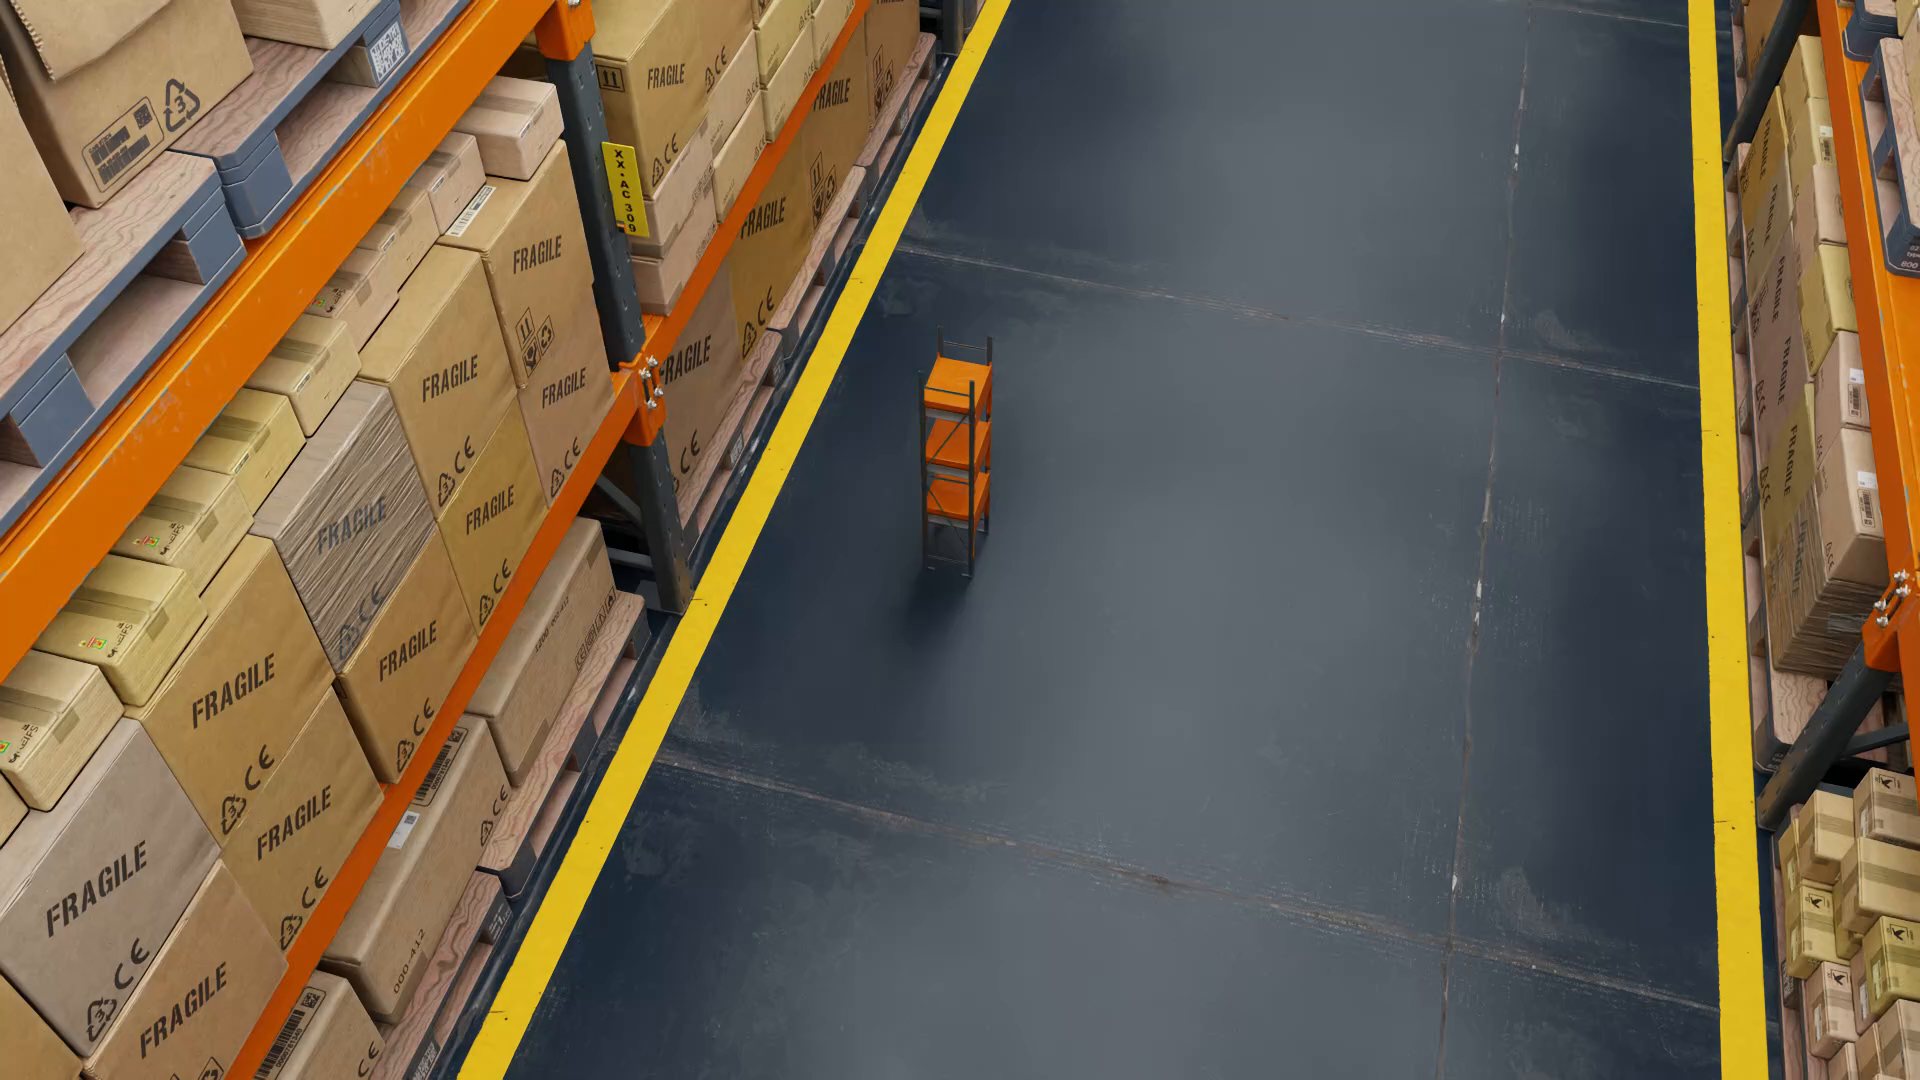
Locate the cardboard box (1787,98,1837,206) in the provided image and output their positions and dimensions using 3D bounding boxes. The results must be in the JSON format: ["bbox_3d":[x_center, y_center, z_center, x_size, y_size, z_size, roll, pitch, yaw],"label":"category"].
[{"bbox_3d":[3.775,-1.569,6.940,0.500,0.250,0.500,11,49,10],"label":"cardboard box"}]

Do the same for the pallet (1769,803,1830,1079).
[{"bbox_3d":[3.128,1.482,5.220,1.003,0.211,1.213,12,50,10],"label":"pallet"}]

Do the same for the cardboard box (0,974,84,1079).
[{"bbox_3d":[-2.054,1.026,3.029,0.500,0.500,0.500,10,49,9],"label":"cardboard box"}]

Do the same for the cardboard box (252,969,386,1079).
[{"bbox_3d":[-2.275,1.604,4.681,0.875,0.438,0.875,13,50,11],"label":"cardboard box"}]

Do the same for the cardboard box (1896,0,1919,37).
[{"bbox_3d":[3.800,-2.014,6.333,0.380,0.149,0.250,14,50,12],"label":"cardboard box"}]

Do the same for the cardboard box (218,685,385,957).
[{"bbox_3d":[-1.808,0.631,4.044,0.500,0.500,0.500,13,50,11],"label":"cardboard box"}]

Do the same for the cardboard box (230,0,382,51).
[{"bbox_3d":[-1.461,-1.202,3.549,0.380,0.149,0.250,13,50,11],"label":"cardboard box"}]

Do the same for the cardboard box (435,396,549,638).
[{"bbox_3d":[-1.537,-0.111,4.699,0.500,0.500,0.500,10,49,9],"label":"cardboard box"}]

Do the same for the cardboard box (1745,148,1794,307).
[{"bbox_3d":[3.762,-1.313,7.214,0.500,0.500,0.500,12,50,10],"label":"cardboard box"}]

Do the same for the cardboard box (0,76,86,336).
[{"bbox_3d":[-1.909,-0.570,2.757,0.500,0.500,0.500,12,50,11],"label":"cardboard box"}]

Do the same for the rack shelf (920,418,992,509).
[{"bbox_3d":[-0.014,-0.302,6.249,0.215,0.259,0.240,12,50,10],"label":"rack shelf"}]

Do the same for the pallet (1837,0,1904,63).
[{"bbox_3d":[4.238,-2.227,6.761,1.213,0.211,1.003,12,50,10],"label":"pallet"}]

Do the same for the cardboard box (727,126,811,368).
[{"bbox_3d":[-1.216,-1.392,7.034,0.875,0.875,0.875,13,50,11],"label":"cardboard box"}]

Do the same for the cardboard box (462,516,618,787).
[{"bbox_3d":[-1.801,0.305,5.828,0.875,0.438,0.875,11,49,9],"label":"cardboard box"}]

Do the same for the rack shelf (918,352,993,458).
[{"bbox_3d":[-0.014,-0.489,6.036,0.215,0.259,0.240,12,50,10],"label":"rack shelf"}]

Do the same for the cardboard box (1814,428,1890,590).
[{"bbox_3d":[3.222,-0.082,5.627,0.500,0.250,0.500,10,49,9],"label":"cardboard box"}]

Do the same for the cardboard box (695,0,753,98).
[{"bbox_3d":[-1.031,-1.836,5.555,0.500,0.500,0.500,11,50,10],"label":"cardboard box"}]

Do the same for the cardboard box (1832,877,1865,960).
[{"bbox_3d":[2.886,1.172,5.056,0.380,0.149,0.250,12,50,10],"label":"cardboard box"}]

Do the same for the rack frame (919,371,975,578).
[{"bbox_3d":[-0.046,-0.220,6.163,0.200,1.050,0.008,12,50,10],"label":"rack frame"}]

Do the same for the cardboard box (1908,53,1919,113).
[{"bbox_3d":[3.664,-1.639,6.002,0.380,0.149,0.250,12,50,11],"label":"cardboard box"}]

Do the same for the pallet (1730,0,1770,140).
[{"bbox_3d":[4.603,-2.459,8.699,1.003,0.211,1.213,12,50,10],"label":"pallet"}]

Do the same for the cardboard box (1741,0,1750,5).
[{"bbox_3d":[4.797,-3.277,8.781,1.050,0.750,0.750,12,50,11],"label":"cardboard box"}]

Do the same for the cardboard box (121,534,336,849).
[{"bbox_3d":[-1.796,0.291,3.678,0.500,0.500,0.500,12,50,10],"label":"cardboard box"}]

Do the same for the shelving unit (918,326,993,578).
[{"bbox_3d":[-0.014,-0.309,6.241,0.215,1.050,0.252,12,50,10],"label":"shelving unit"}]

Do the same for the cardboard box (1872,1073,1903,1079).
[{"bbox_3d":[2.639,1.624,4.460,0.380,0.149,0.250,13,50,11],"label":"cardboard box"}]

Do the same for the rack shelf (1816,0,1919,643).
[{"bbox_3d":[3.797,-1.142,6.156,1.077,0.370,4.000,12,50,10],"label":"rack shelf"}]

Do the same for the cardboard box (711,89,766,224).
[{"bbox_3d":[-1.027,-1.428,6.029,0.500,0.250,0.500,10,49,9],"label":"cardboard box"}]

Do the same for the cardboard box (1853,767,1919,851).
[{"bbox_3d":[2.980,0.883,5.114,0.380,0.149,0.250,13,50,12],"label":"cardboard box"}]

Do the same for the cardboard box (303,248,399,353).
[{"bbox_3d":[-1.604,-0.596,4.028,0.380,0.149,0.250,11,50,10],"label":"cardboard box"}]

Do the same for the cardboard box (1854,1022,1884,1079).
[{"bbox_3d":[2.783,1.551,4.723,0.380,0.149,0.250,9,49,8],"label":"cardboard box"}]

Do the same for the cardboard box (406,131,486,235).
[{"bbox_3d":[-1.480,-0.961,4.350,0.380,0.149,0.250,13,50,11],"label":"cardboard box"}]

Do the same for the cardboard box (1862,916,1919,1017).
[{"bbox_3d":[2.831,1.263,4.778,0.380,0.149,0.250,11,49,10],"label":"cardboard box"}]

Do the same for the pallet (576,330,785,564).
[{"bbox_3d":[-1.401,-0.487,6.958,1.003,0.211,1.213,12,50,10],"label":"pallet"}]

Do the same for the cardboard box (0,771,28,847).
[{"bbox_3d":[-1.975,0.512,3.050,0.380,0.149,0.250,12,50,10],"label":"cardboard box"}]

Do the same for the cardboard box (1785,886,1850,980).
[{"bbox_3d":[2.794,1.263,5.174,0.380,0.149,0.250,13,50,11],"label":"cardboard box"}]

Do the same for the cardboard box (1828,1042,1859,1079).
[{"bbox_3d":[2.761,1.647,4.836,0.380,0.149,0.250,11,49,9],"label":"cardboard box"}]

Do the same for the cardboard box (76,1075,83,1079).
[{"bbox_3d":[-2.075,1.361,3.400,0.500,0.500,0.500,11,49,10],"label":"cardboard box"}]

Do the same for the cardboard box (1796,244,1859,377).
[{"bbox_3d":[3.496,-0.836,6.293,0.500,0.250,0.500,10,49,8],"label":"cardboard box"}]

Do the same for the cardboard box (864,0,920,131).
[{"bbox_3d":[-0.741,-2.683,8.173,0.875,0.875,0.875,11,50,10],"label":"cardboard box"}]

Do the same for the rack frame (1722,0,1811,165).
[{"bbox_3d":[4.323,-2.827,7.163,1.000,3.000,0.127,12,50,10],"label":"rack frame"}]

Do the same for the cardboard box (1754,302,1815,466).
[{"bbox_3d":[3.497,-0.571,6.560,0.500,0.500,0.500,11,49,9],"label":"cardboard box"}]

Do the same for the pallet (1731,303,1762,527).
[{"bbox_3d":[3.793,-0.459,6.933,1.003,0.211,1.213,12,50,10],"label":"pallet"}]

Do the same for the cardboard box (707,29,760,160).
[{"bbox_3d":[-1.034,-1.598,5.845,0.500,0.250,0.500,12,50,11],"label":"cardboard box"}]

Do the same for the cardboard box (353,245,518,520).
[{"bbox_3d":[-1.531,-0.440,4.323,0.500,0.500,0.500,11,49,9],"label":"cardboard box"}]

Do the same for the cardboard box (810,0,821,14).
[{"bbox_3d":[-0.744,-2.324,6.486,0.500,0.250,0.500,10,49,9],"label":"cardboard box"}]

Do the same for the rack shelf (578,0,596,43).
[{"bbox_3d":[-1.005,-3.038,5.829,1.077,0.370,4.000,12,50,10],"label":"rack shelf"}]

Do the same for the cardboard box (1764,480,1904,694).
[{"bbox_3d":[3.222,0.170,5.905,0.500,0.500,0.500,11,49,9],"label":"cardboard box"}]

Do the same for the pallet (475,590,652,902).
[{"bbox_3d":[-1.807,0.620,5.981,1.003,0.211,1.213,12,50,10],"label":"pallet"}]

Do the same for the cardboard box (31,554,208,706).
[{"bbox_3d":[-1.775,0.162,3.359,0.380,0.149,0.250,10,49,9],"label":"cardboard box"}]

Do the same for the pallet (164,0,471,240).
[{"bbox_3d":[-1.757,-1.211,3.795,1.003,0.211,1.213,12,50,10],"label":"pallet"}]

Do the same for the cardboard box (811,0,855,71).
[{"bbox_3d":[-0.736,-2.156,6.671,0.500,0.250,0.500,11,49,9],"label":"cardboard box"}]

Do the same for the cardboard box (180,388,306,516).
[{"bbox_3d":[-1.703,-0.218,3.694,0.380,0.149,0.250,11,49,9],"label":"cardboard box"}]

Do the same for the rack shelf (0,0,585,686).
[{"bbox_3d":[-2.058,-0.145,3.275,1.077,0.370,4.000,12,50,10],"label":"rack shelf"}]

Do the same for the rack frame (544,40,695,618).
[{"bbox_3d":[-1.532,-0.837,5.407,1.000,3.000,0.127,12,50,10],"label":"rack frame"}]

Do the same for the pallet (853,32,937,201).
[{"bbox_3d":[-0.759,-2.252,8.516,1.003,0.211,1.213,12,50,10],"label":"pallet"}]
